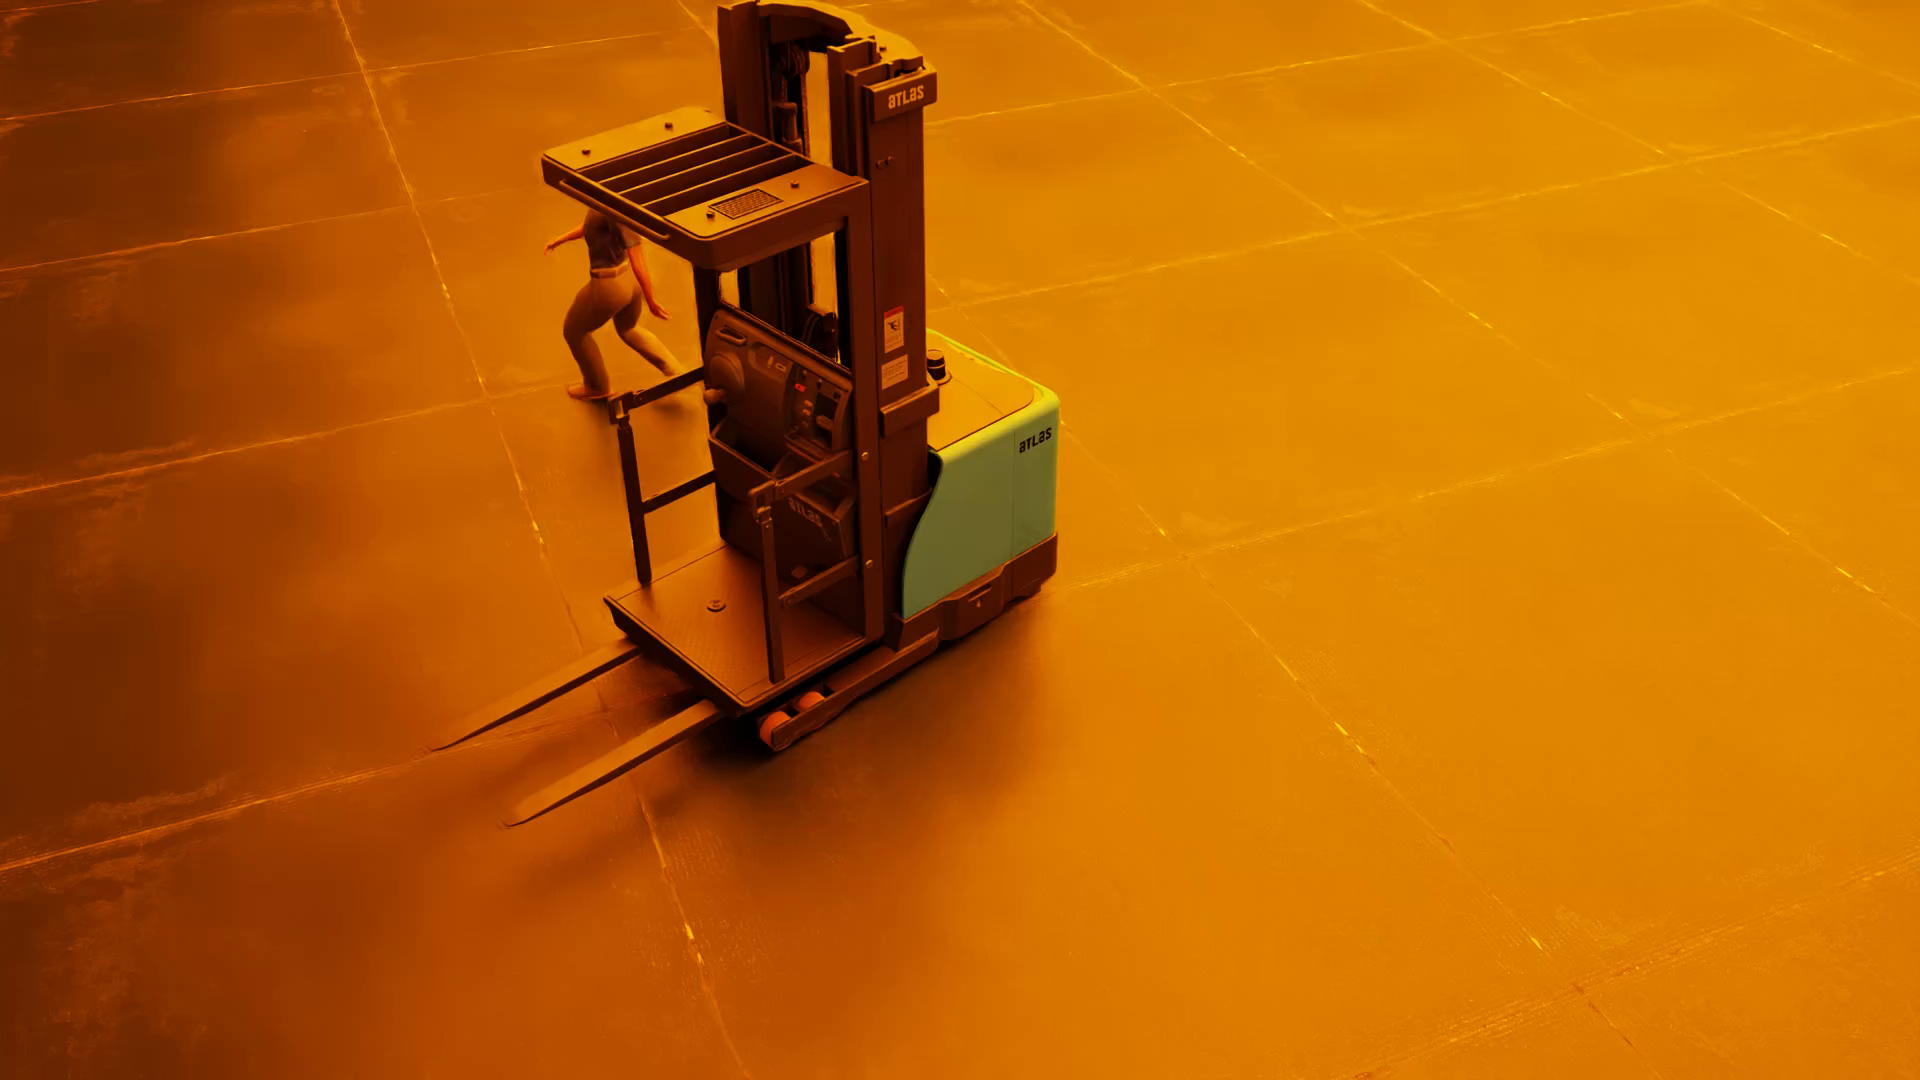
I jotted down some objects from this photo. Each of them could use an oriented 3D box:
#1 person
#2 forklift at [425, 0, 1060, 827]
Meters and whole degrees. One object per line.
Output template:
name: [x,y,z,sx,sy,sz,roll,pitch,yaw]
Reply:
person: [-1.937,-1.441,9.326,0.821,1.581,0.493,8,36,12]
forklift: [-0.935,-0.612,6.959,3.031,2.935,1.130,-29,44,-34]
